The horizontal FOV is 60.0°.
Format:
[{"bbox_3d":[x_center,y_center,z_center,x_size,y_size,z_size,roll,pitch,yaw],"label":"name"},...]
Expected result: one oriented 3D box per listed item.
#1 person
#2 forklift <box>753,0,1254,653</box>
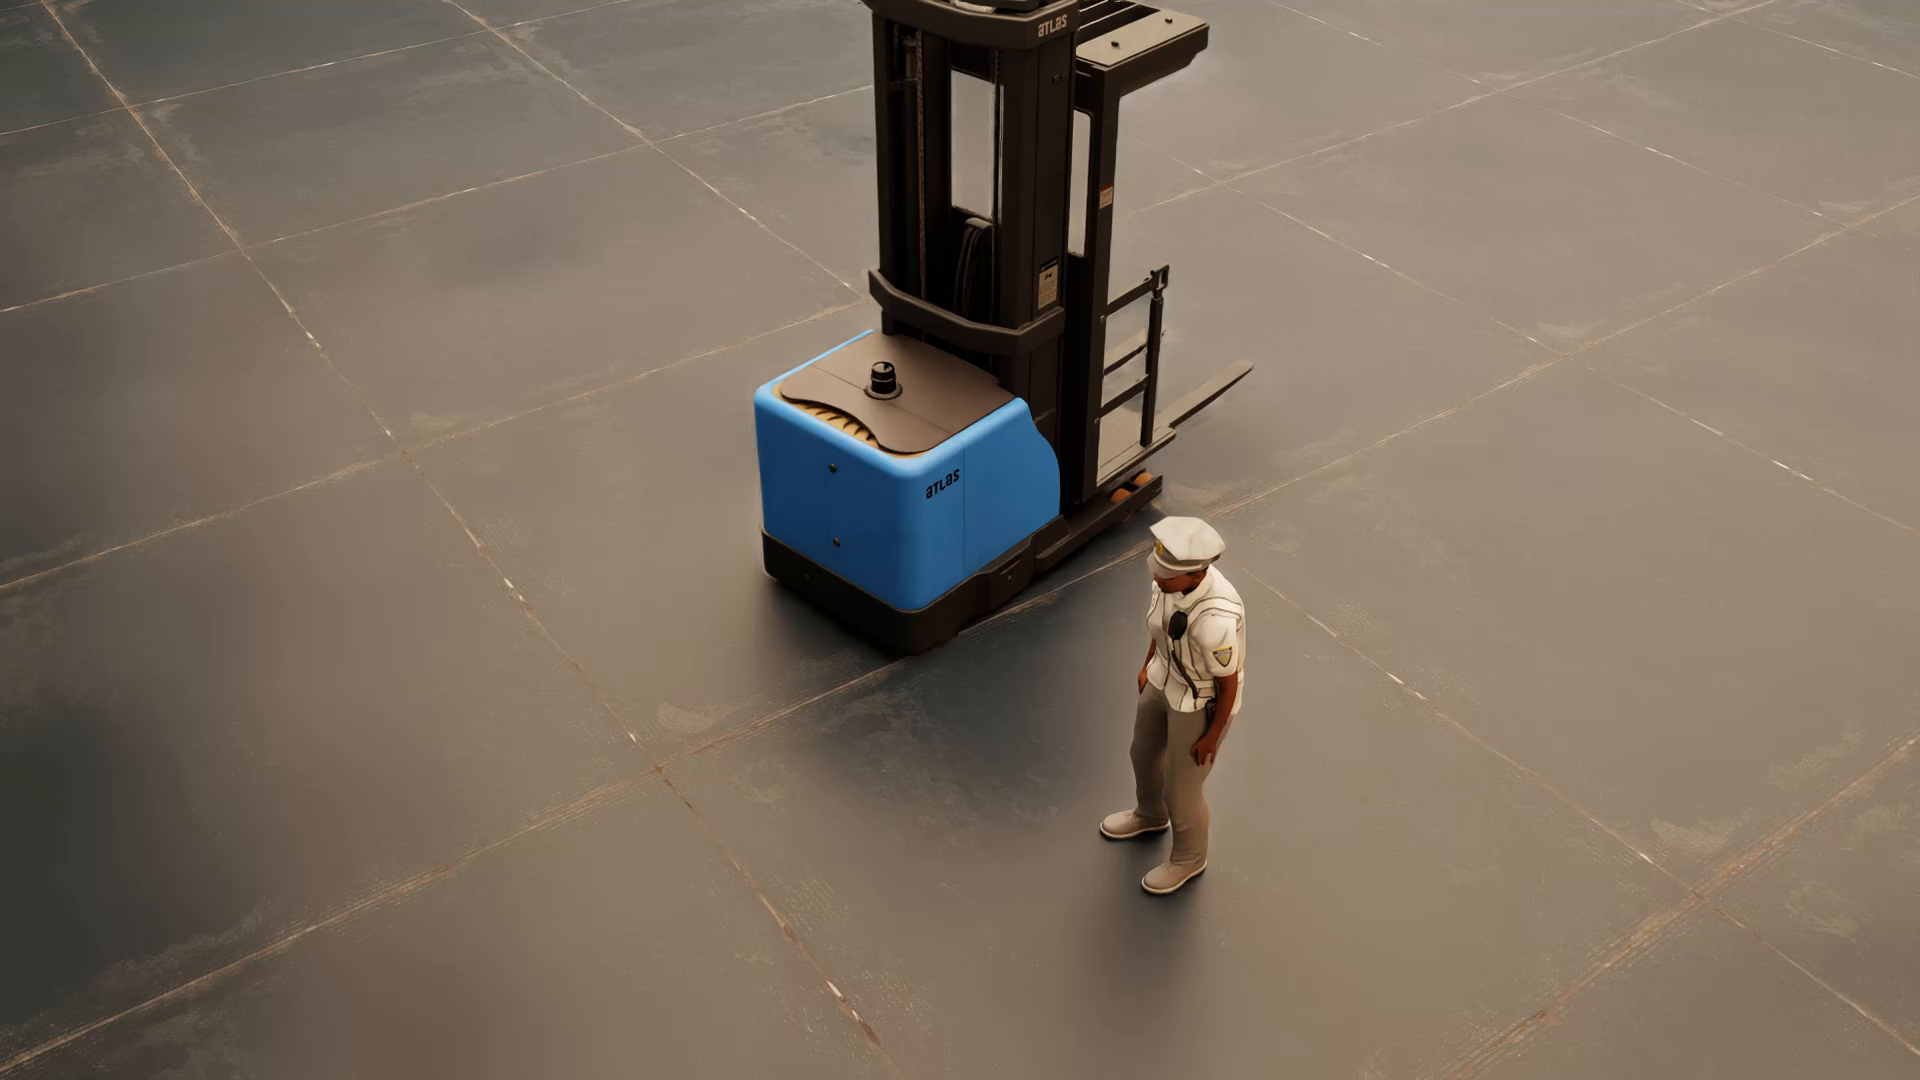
[{"bbox_3d":[0.820,0.601,6.206,0.397,1.656,0.512,-15,39,-19],"label":"person"},{"bbox_3d":[0.401,-1.455,7.913,1.130,2.935,3.031,28,45,32],"label":"forklift"}]
